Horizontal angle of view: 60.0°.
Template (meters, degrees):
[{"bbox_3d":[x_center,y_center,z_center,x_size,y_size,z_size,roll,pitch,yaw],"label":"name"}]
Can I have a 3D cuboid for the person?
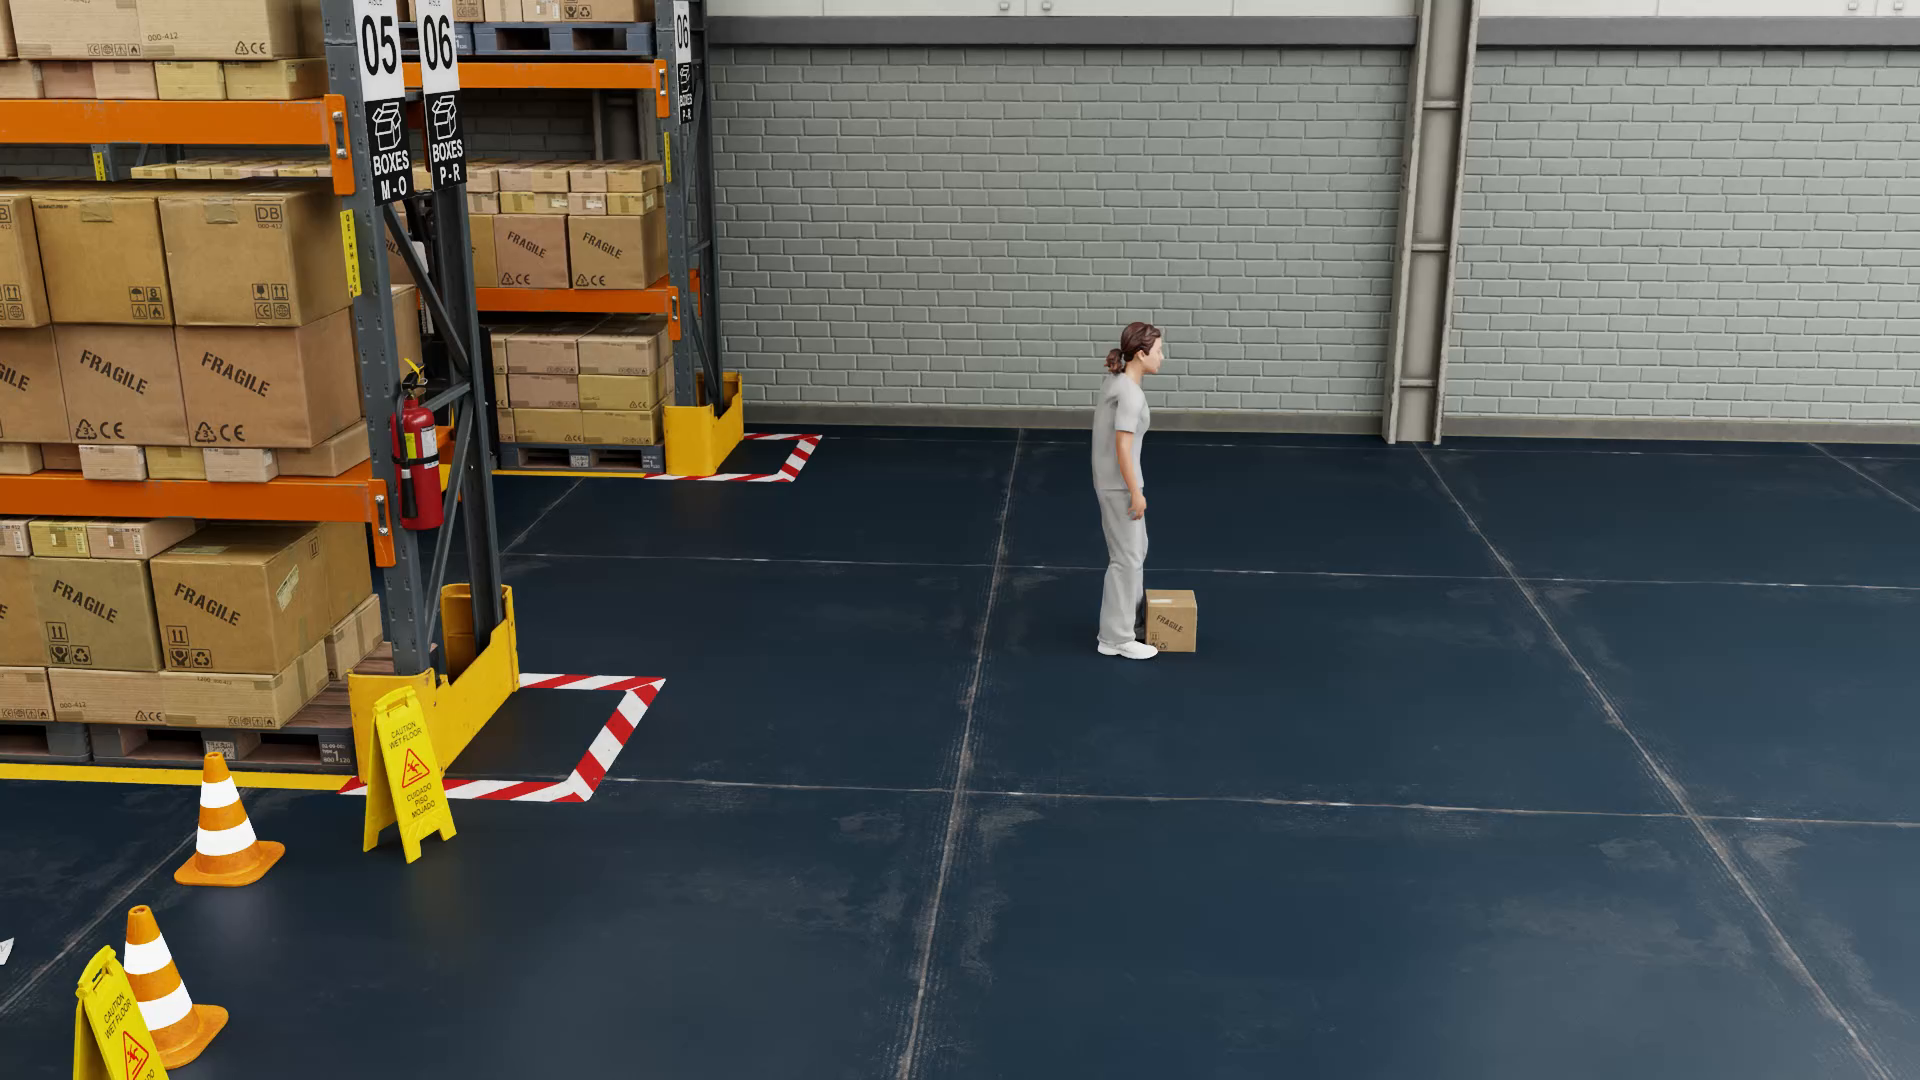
[{"bbox_3d":[0.865,-0.265,8.389,0.407,1.673,0.508,1,18,2],"label":"person"}]
